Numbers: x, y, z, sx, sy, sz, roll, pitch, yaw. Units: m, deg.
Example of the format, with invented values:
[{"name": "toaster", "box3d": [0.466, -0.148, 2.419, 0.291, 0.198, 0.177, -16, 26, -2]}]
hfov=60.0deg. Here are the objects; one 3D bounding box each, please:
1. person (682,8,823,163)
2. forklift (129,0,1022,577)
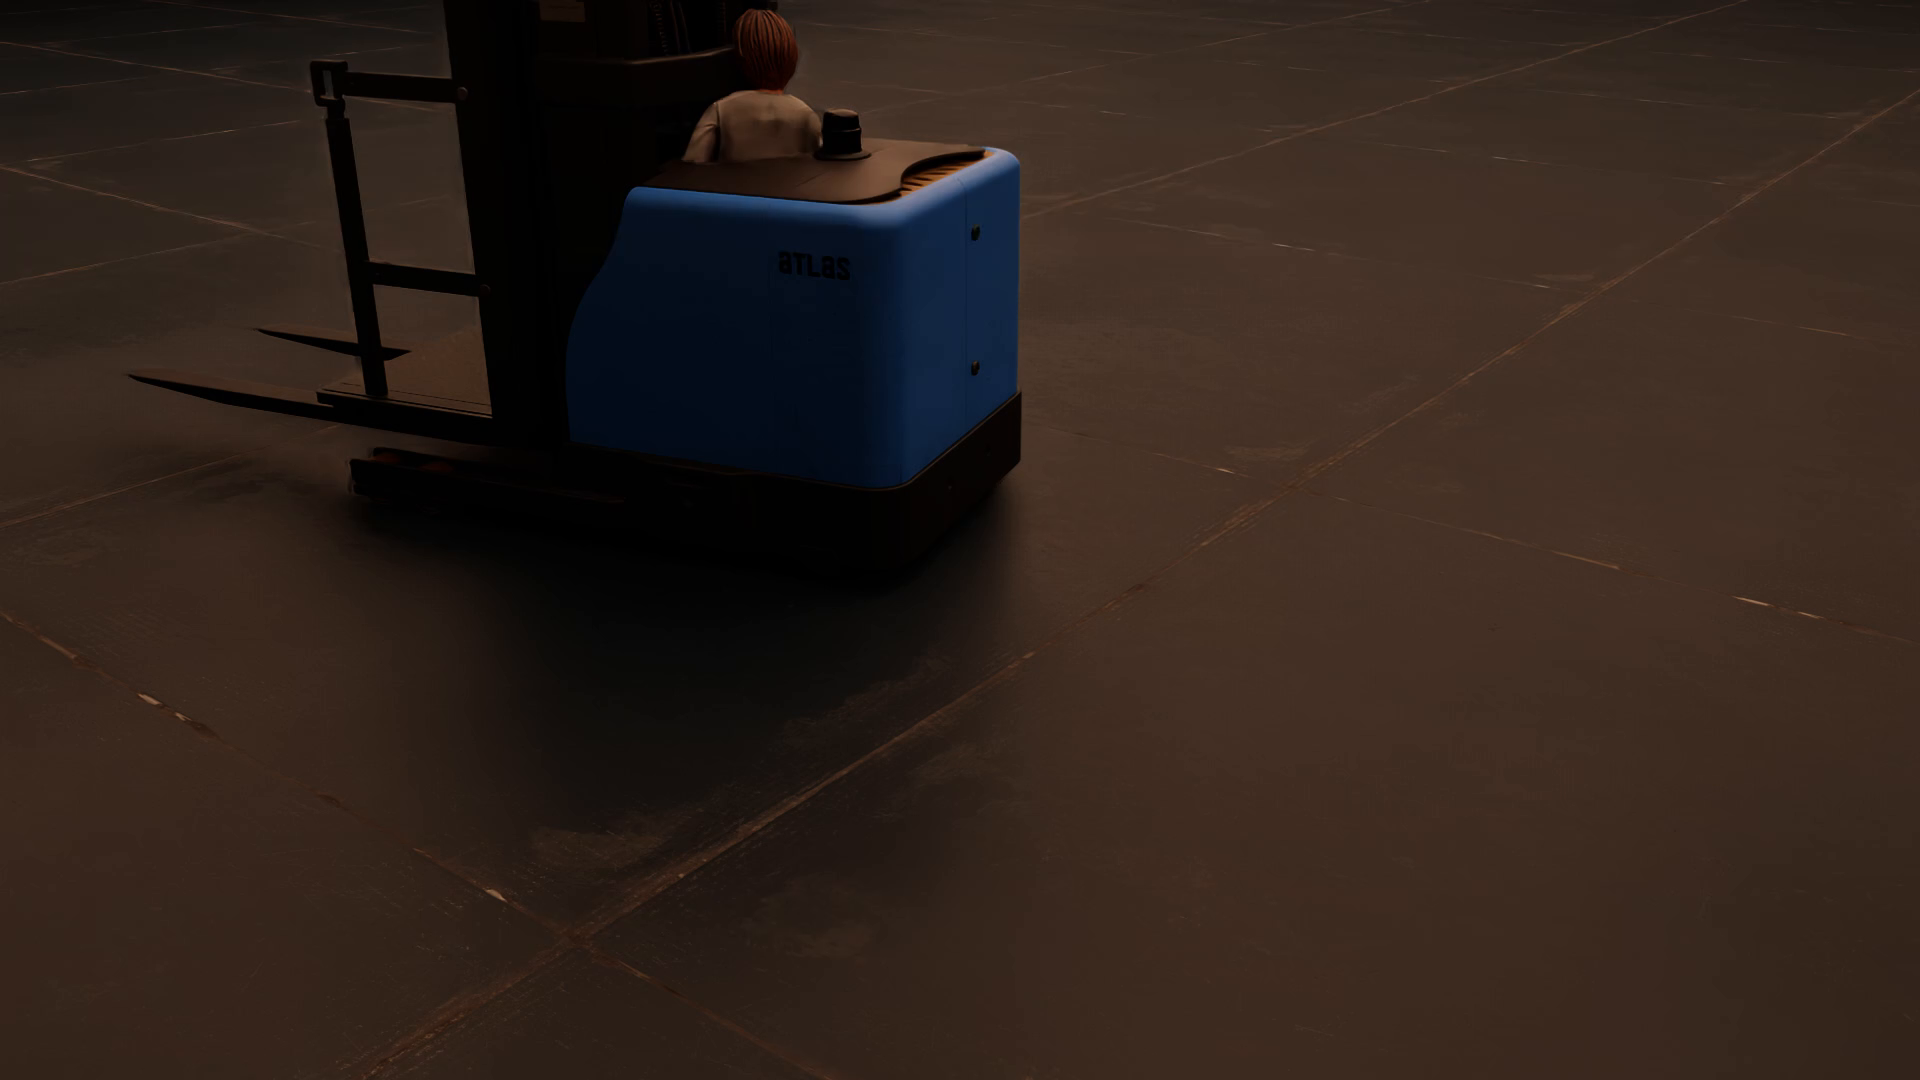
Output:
[{"name": "person", "box3d": [-0.643, -0.885, 5.163, 0.666, 1.495, 0.635, -11, 26, -24]}, {"name": "forklift", "box3d": [-1.369, -1.606, 5.033, 3.031, 2.935, 1.130, 9, 25, 21]}]
